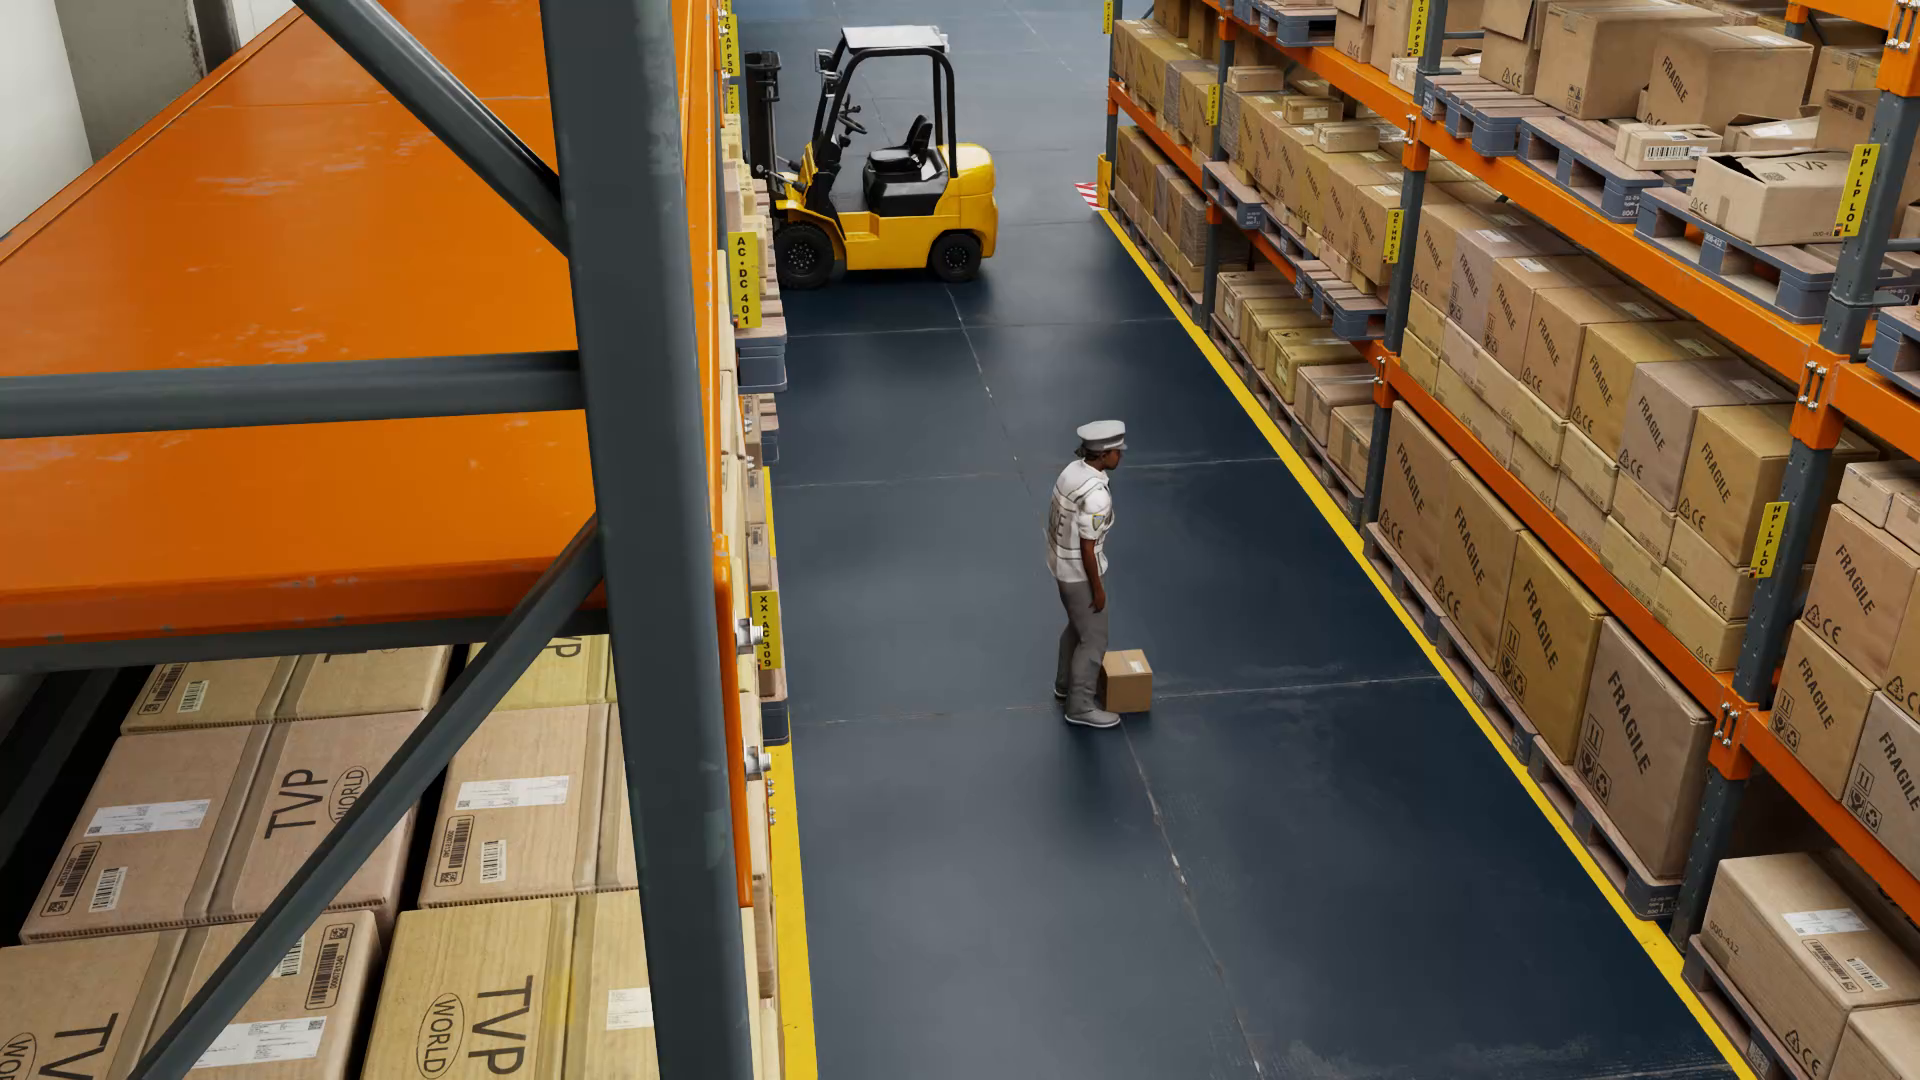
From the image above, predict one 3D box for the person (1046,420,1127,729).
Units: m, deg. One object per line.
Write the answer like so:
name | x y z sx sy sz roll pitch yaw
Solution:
person | 0.664 0.172 8.761 0.397 1.656 0.518 -4 28 -8
